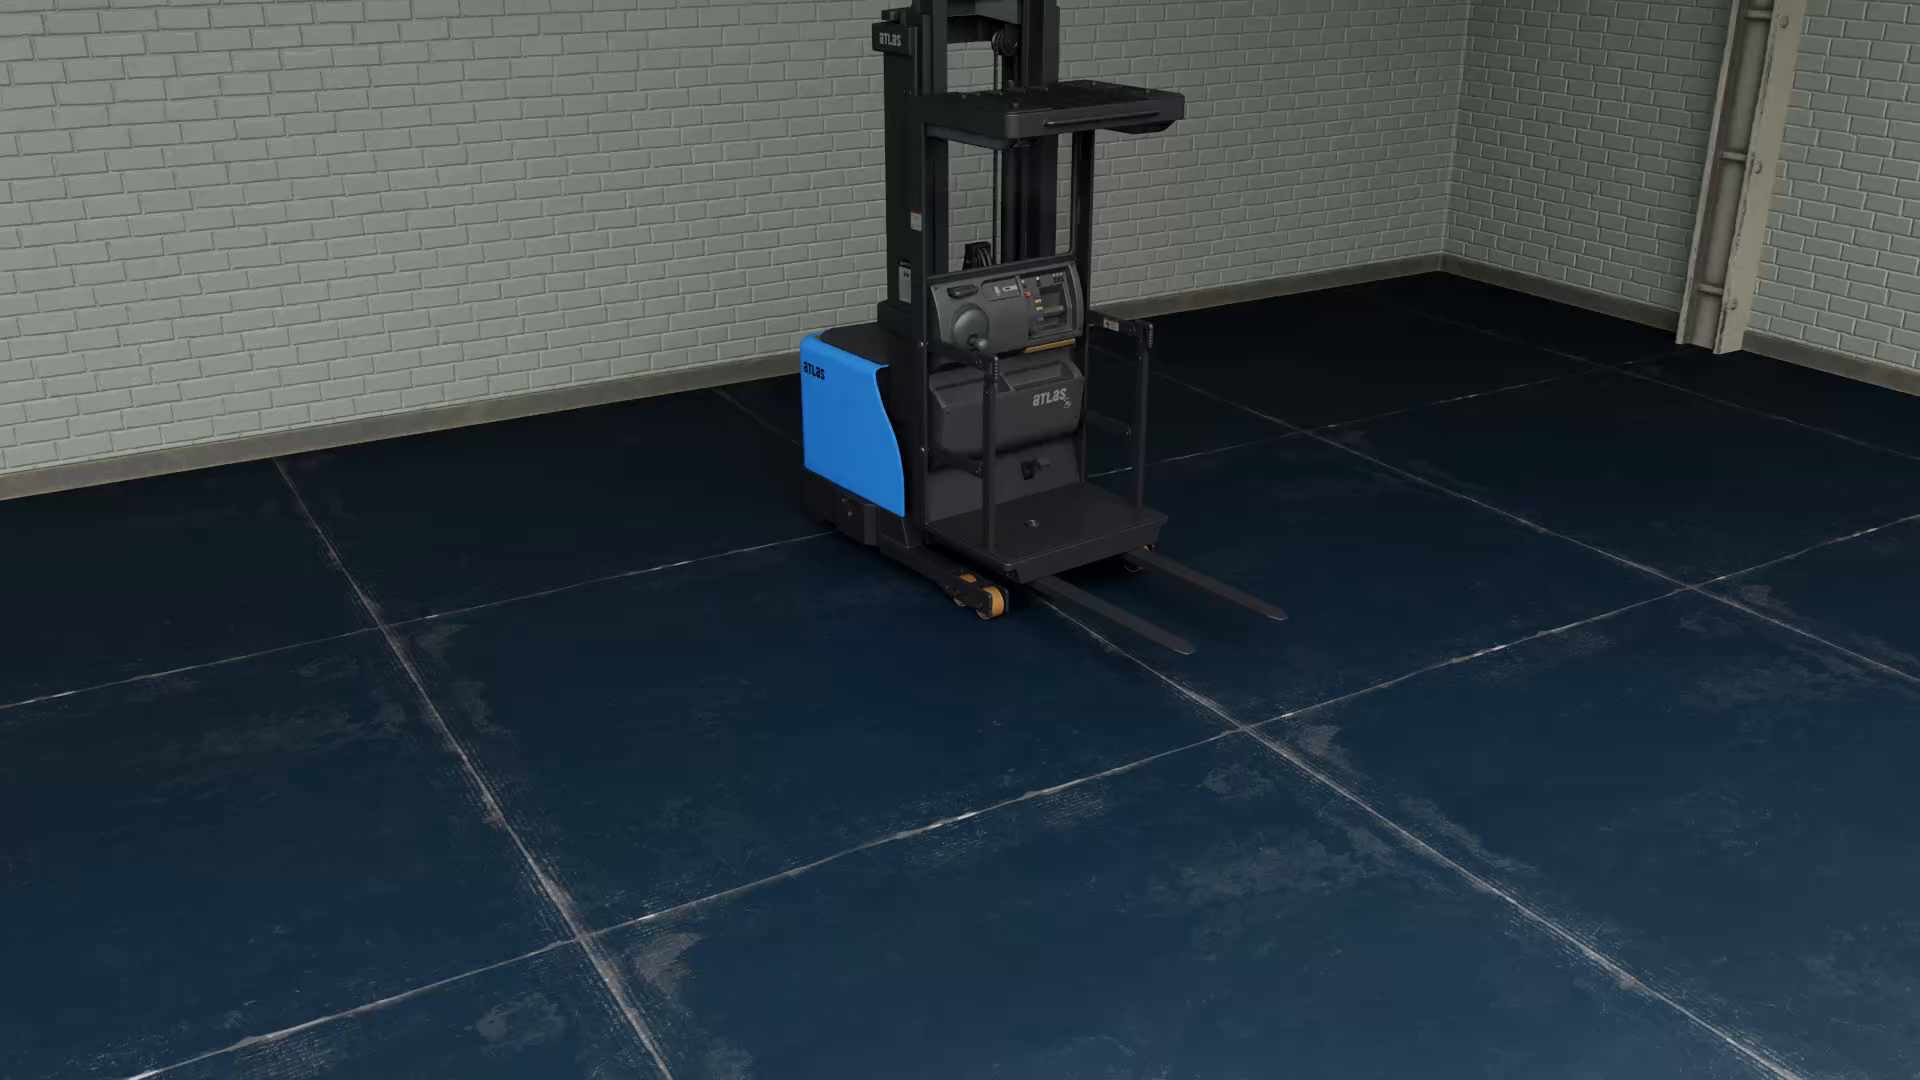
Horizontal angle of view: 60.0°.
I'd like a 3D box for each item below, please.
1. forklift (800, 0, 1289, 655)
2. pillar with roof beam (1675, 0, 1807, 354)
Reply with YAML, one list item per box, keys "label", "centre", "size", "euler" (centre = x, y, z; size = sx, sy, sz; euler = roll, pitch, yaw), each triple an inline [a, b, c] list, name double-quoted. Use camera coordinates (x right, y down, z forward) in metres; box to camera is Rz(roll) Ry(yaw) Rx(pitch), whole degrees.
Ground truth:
- label: "forklift"
  centre: [0.376, -1.169, 8.296]
  size: [1.130, 2.935, 3.031]
  euler: [-16, 27, -34]
- label: "pillar with roof beam"
  centre: [2.183, -4.867, 9.335]
  size: [9.100, 9.000, 0.400]
  euler: [-13, 25, -28]
